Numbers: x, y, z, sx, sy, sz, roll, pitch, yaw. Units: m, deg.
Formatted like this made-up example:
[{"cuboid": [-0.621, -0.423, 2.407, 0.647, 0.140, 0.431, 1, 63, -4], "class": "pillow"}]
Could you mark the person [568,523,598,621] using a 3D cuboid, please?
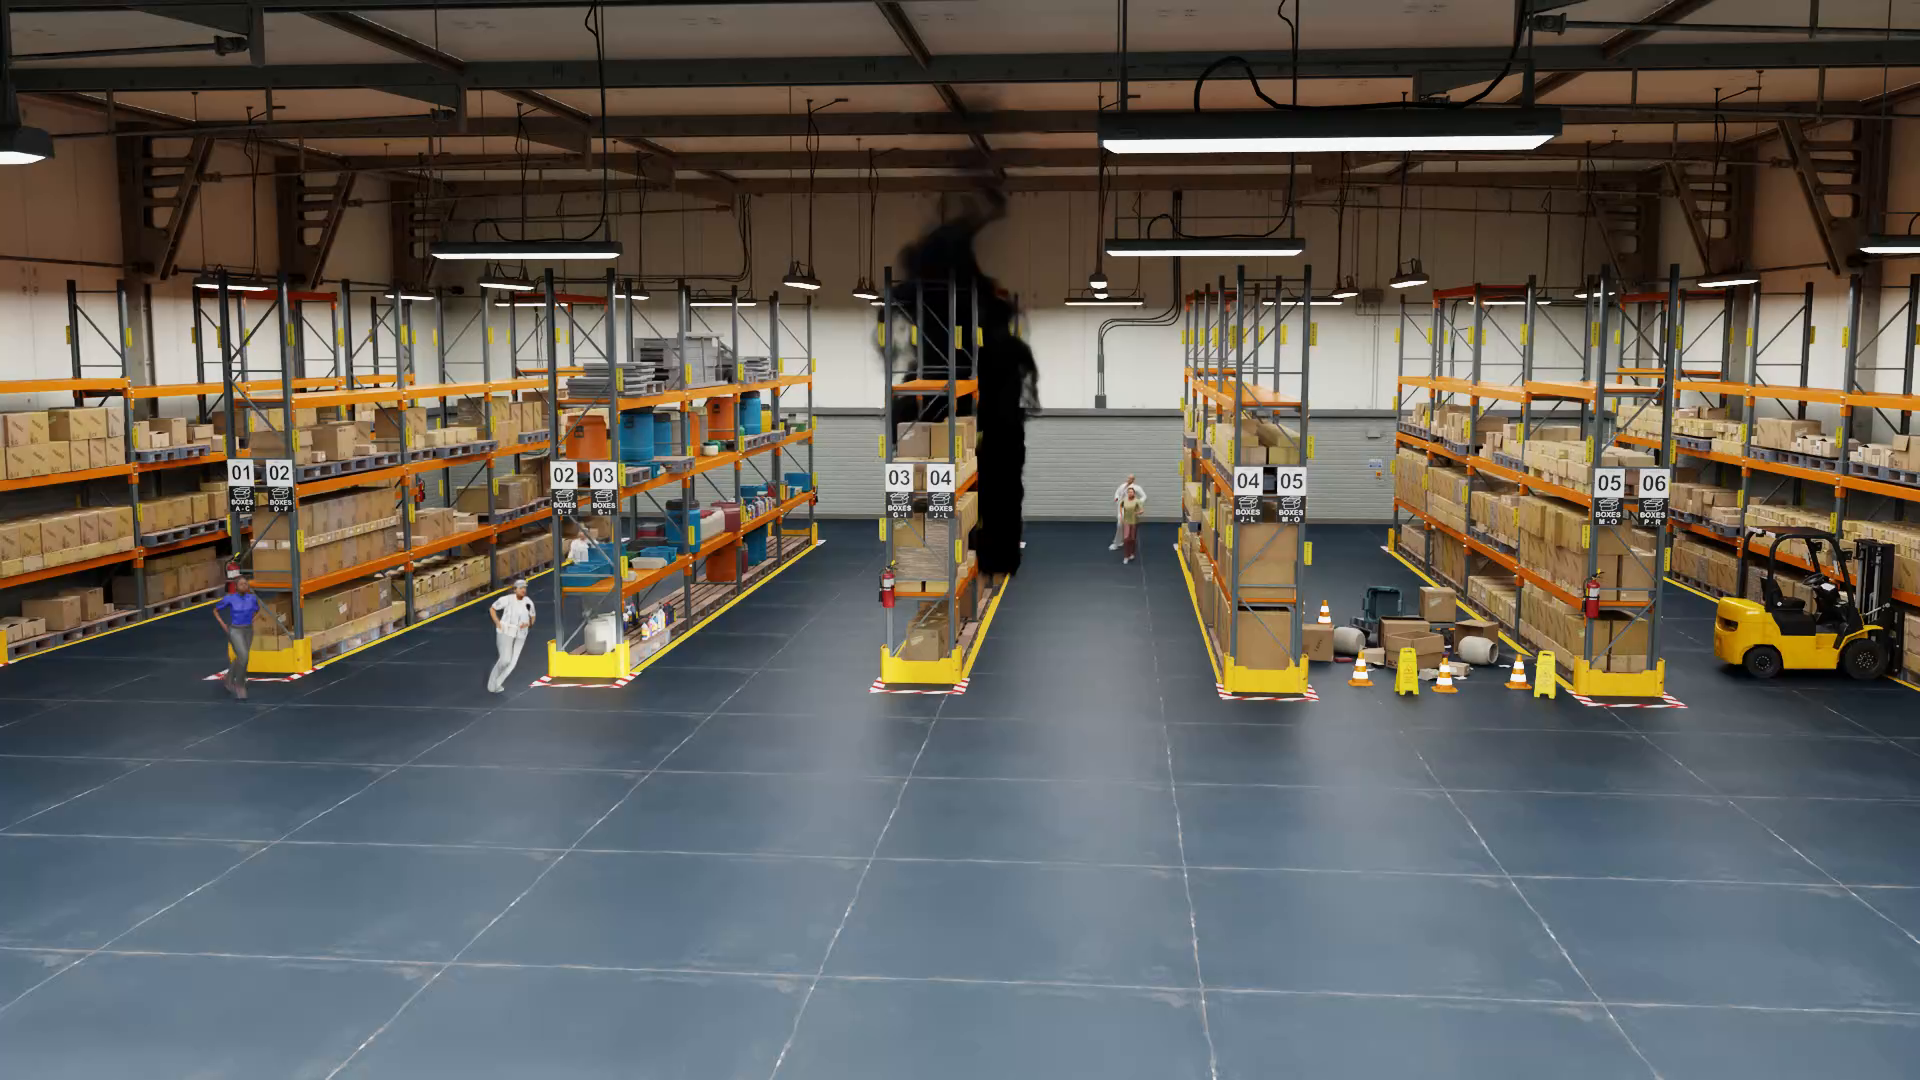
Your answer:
[{"cuboid": [-6.702, 0.563, 29.660, 0.592, 1.734, 0.684, 1, 7, 8], "class": "person"}]

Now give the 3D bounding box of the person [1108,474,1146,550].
[{"cuboid": [3.955, -0.682, 39.551, 0.933, 1.792, 0.767, -6, 9, -40], "class": "person"}]

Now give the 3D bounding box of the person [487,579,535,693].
[{"cuboid": [-6.333, 1.351, 23.490, 0.685, 1.593, 0.574, -5, 9, -37], "class": "person"}]

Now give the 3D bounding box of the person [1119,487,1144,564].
[{"cuboid": [3.832, -0.335, 37.179, 0.564, 1.716, 0.775, 1, 7, 8], "class": "person"}]

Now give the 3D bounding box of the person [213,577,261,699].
[{"cuboid": [-10.112, 1.408, 23.384, 0.656, 1.632, 0.603, 5, 8, 34], "class": "person"}]
